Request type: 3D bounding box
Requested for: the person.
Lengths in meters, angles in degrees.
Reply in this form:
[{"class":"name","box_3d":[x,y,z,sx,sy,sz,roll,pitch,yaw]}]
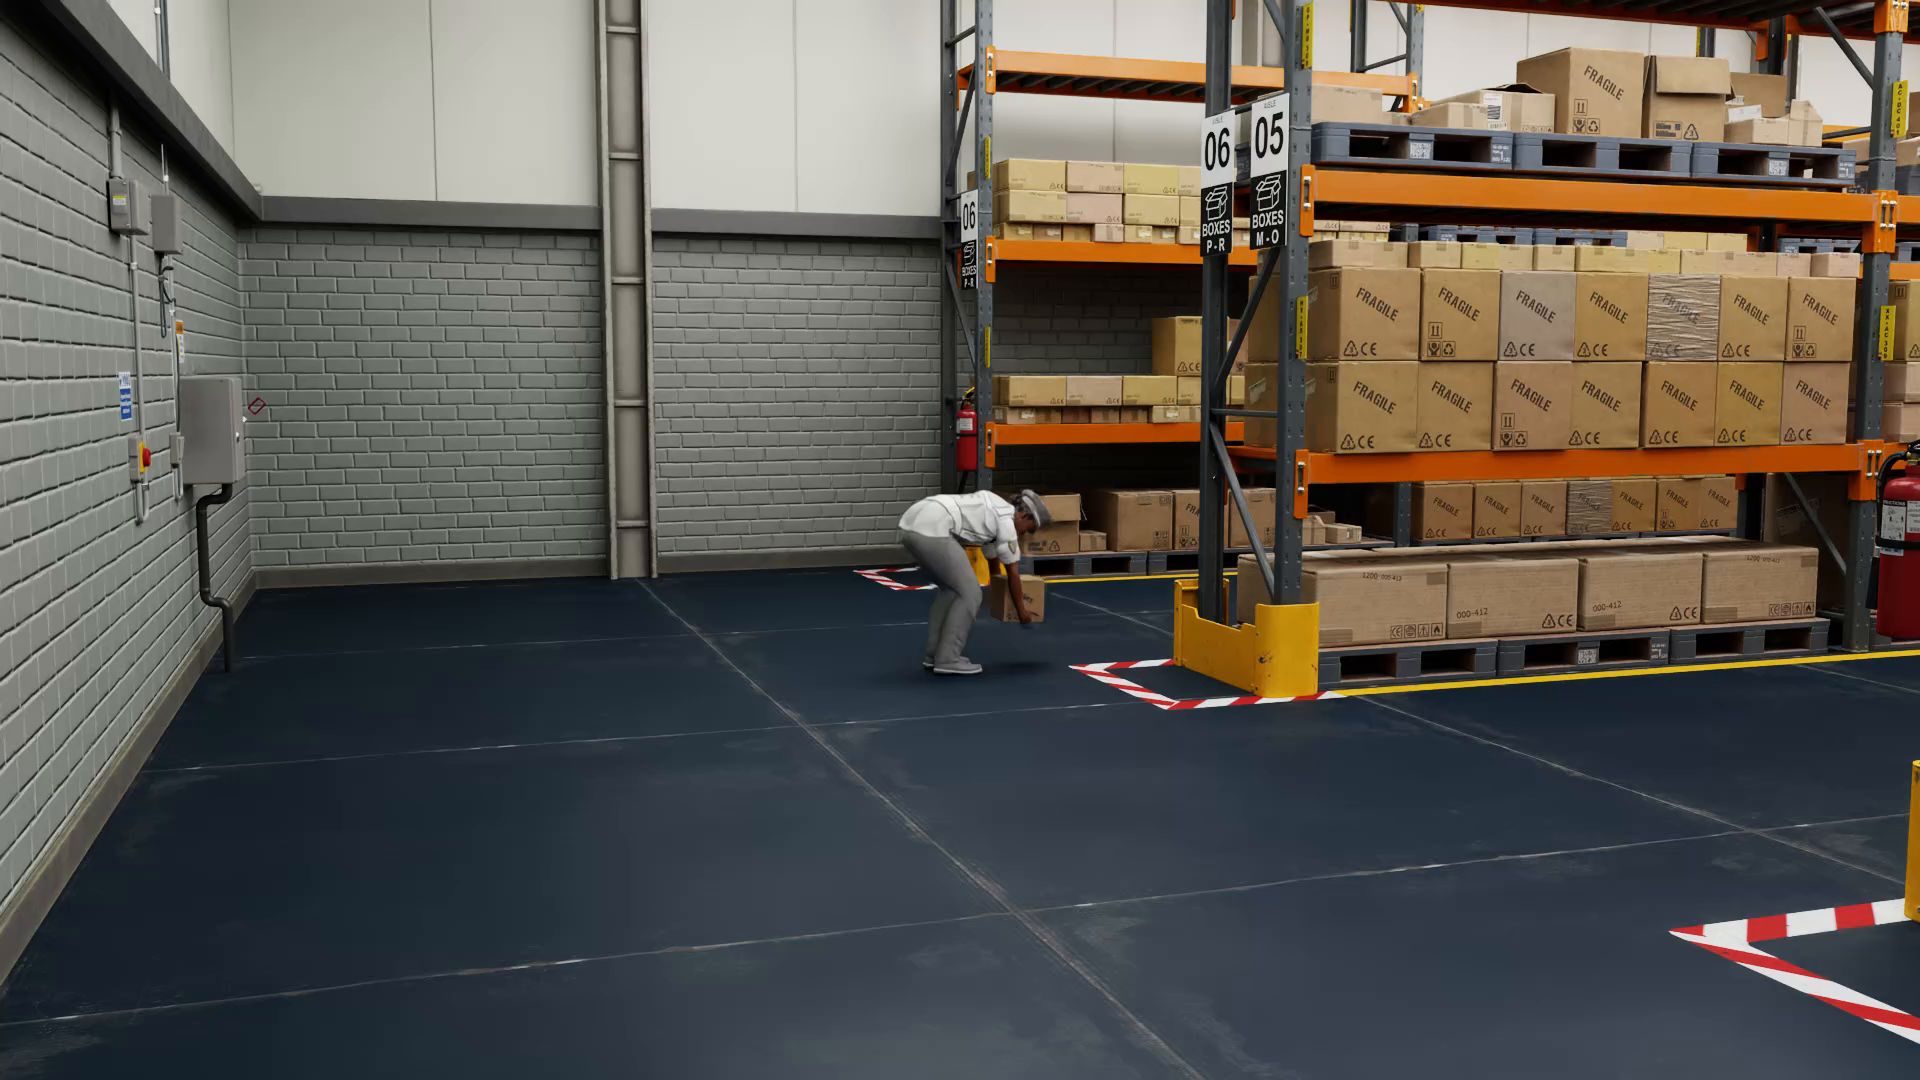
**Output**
[{"class":"person","box_3d":[0.104,0.236,9.742,0.940,1.059,0.431,-2,6,-21]}]
